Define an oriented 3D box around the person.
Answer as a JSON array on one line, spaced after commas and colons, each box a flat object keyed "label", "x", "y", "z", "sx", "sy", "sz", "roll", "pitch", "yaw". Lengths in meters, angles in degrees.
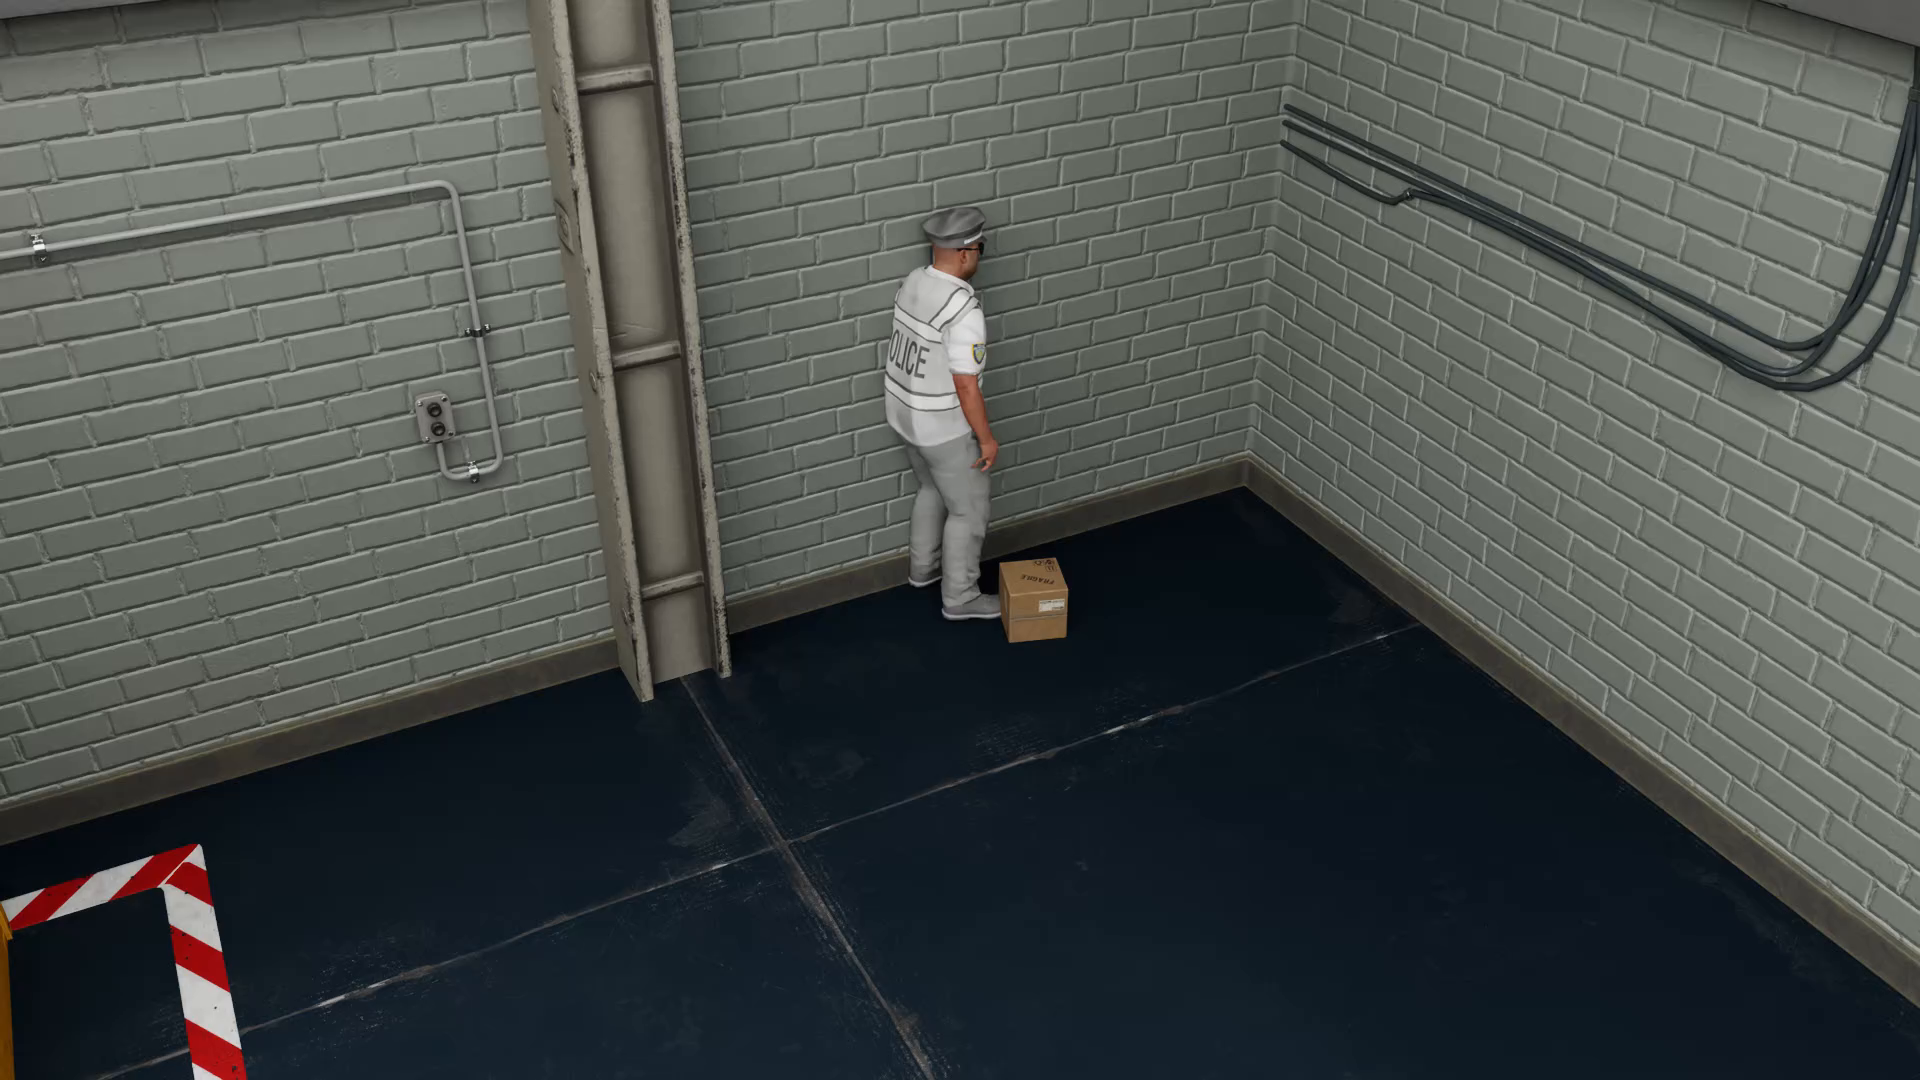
[{"label": "person", "x": -0.070, "y": -0.505, "z": 6.912, "sx": 0.431, "sy": 1.751, "sz": 0.607, "roll": -18, "pitch": 37, "yaw": -25}]
